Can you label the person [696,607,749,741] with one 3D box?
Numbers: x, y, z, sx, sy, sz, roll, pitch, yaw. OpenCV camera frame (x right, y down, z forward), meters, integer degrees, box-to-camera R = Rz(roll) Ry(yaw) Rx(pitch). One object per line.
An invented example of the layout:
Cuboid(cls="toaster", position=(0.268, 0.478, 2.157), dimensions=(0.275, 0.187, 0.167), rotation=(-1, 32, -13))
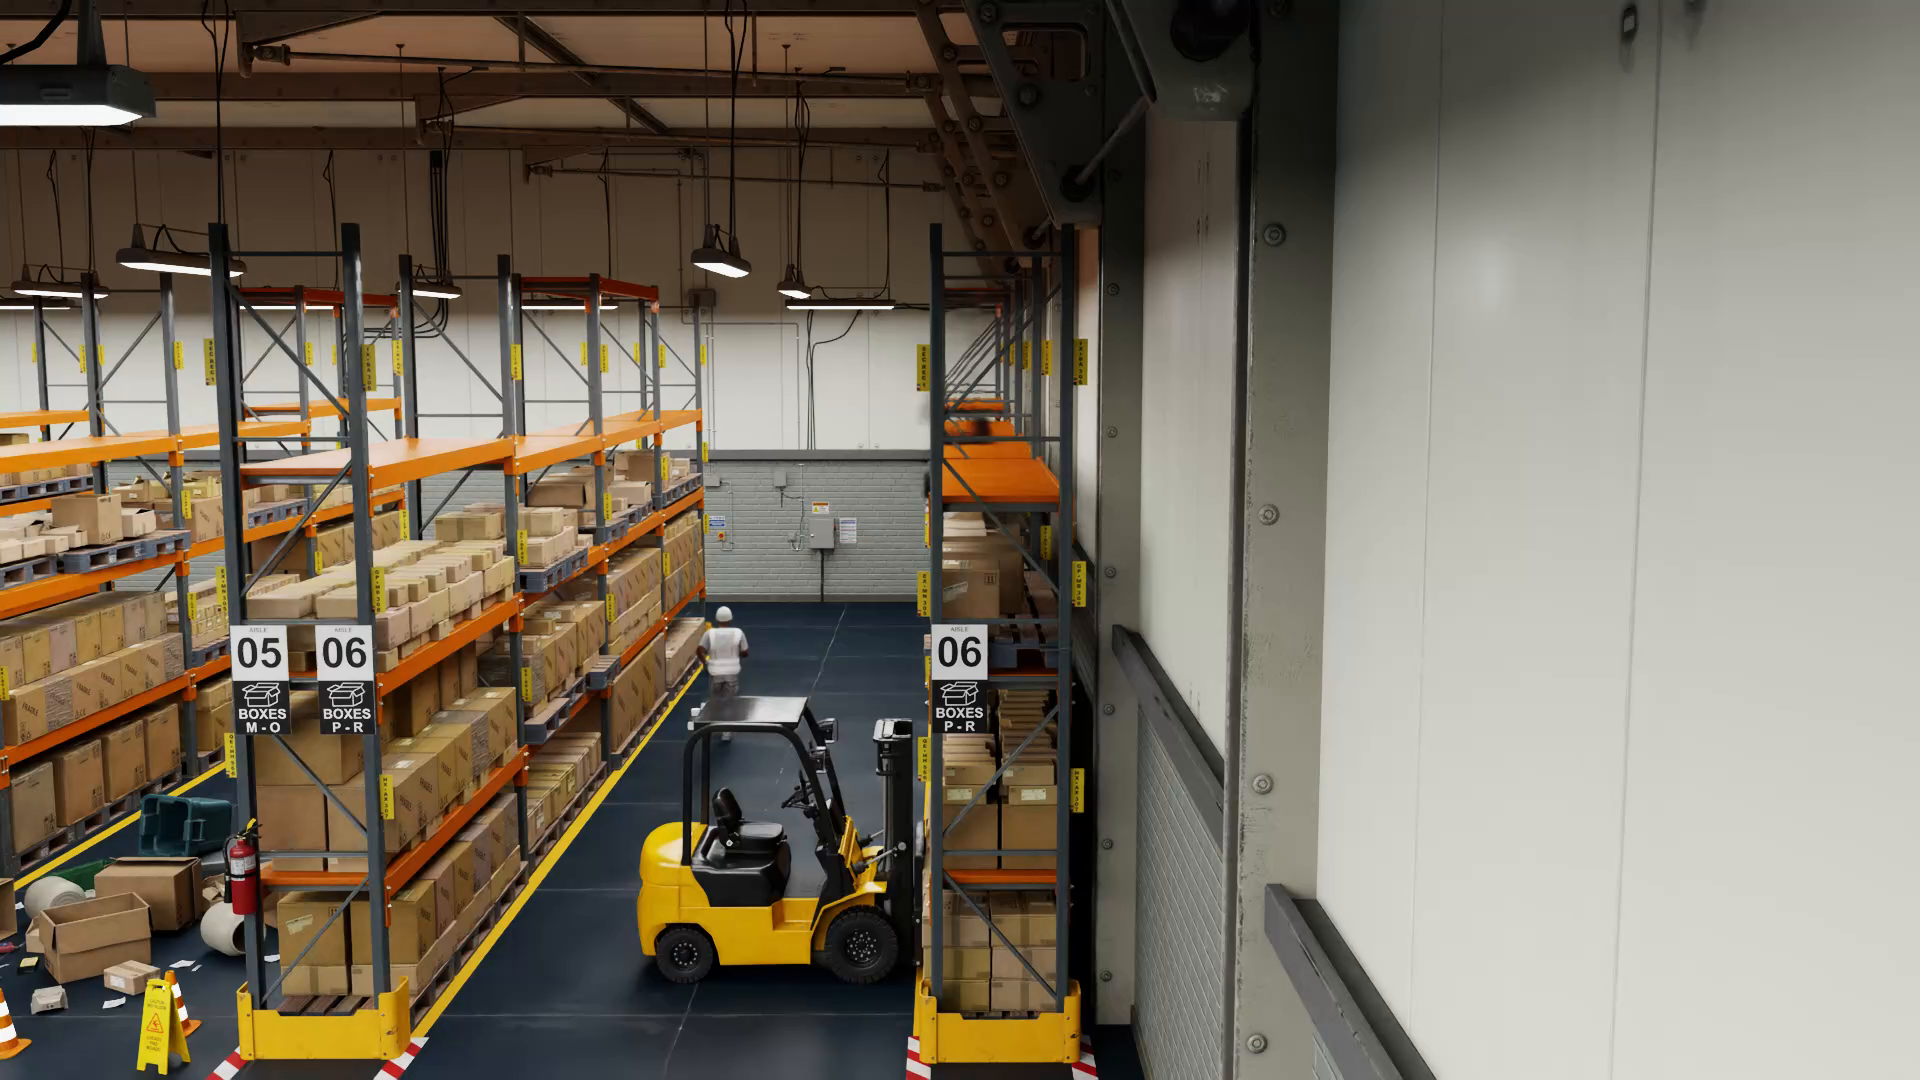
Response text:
Cuboid(cls="person", position=(-3.104, 1.744, 21.853), dimensions=(0.662, 1.782, 0.644), rotation=(0, 7, -4))
